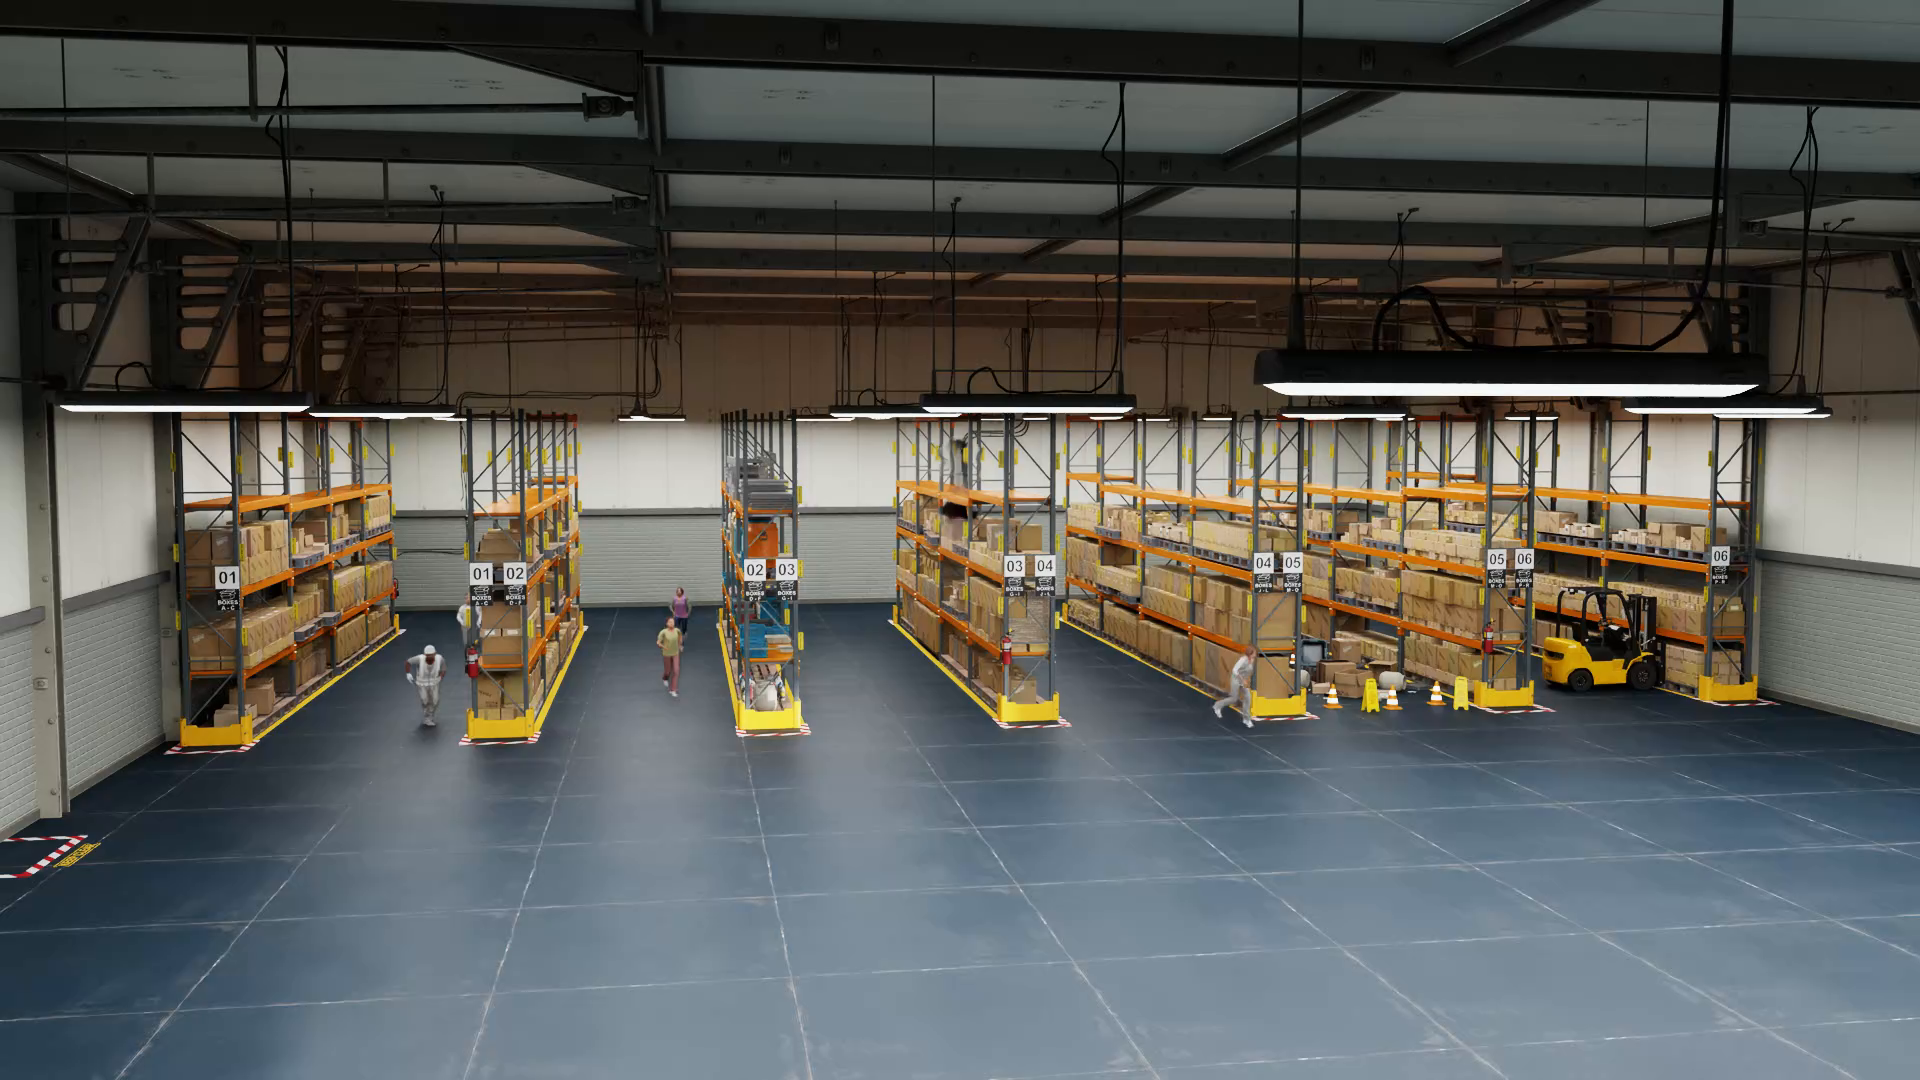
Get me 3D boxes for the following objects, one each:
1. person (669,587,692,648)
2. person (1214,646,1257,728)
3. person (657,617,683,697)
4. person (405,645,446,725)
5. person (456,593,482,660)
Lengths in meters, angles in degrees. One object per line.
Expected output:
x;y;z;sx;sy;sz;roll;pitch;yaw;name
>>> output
-7.179;1.986;42.665;0.562;1.560;0.546;0;4;-3;person
5.258;2.767;31.695;0.873;1.546;0.566;3;5;37;person
-6.143;2.460;35.289;0.586;1.677;0.852;-2;4;-23;person
-10.055;2.745;31.324;0.714;1.586;0.823;-2;4;-27;person
-11.850;2.104;40.153;0.612;1.658;0.548;0;4;-4;person
